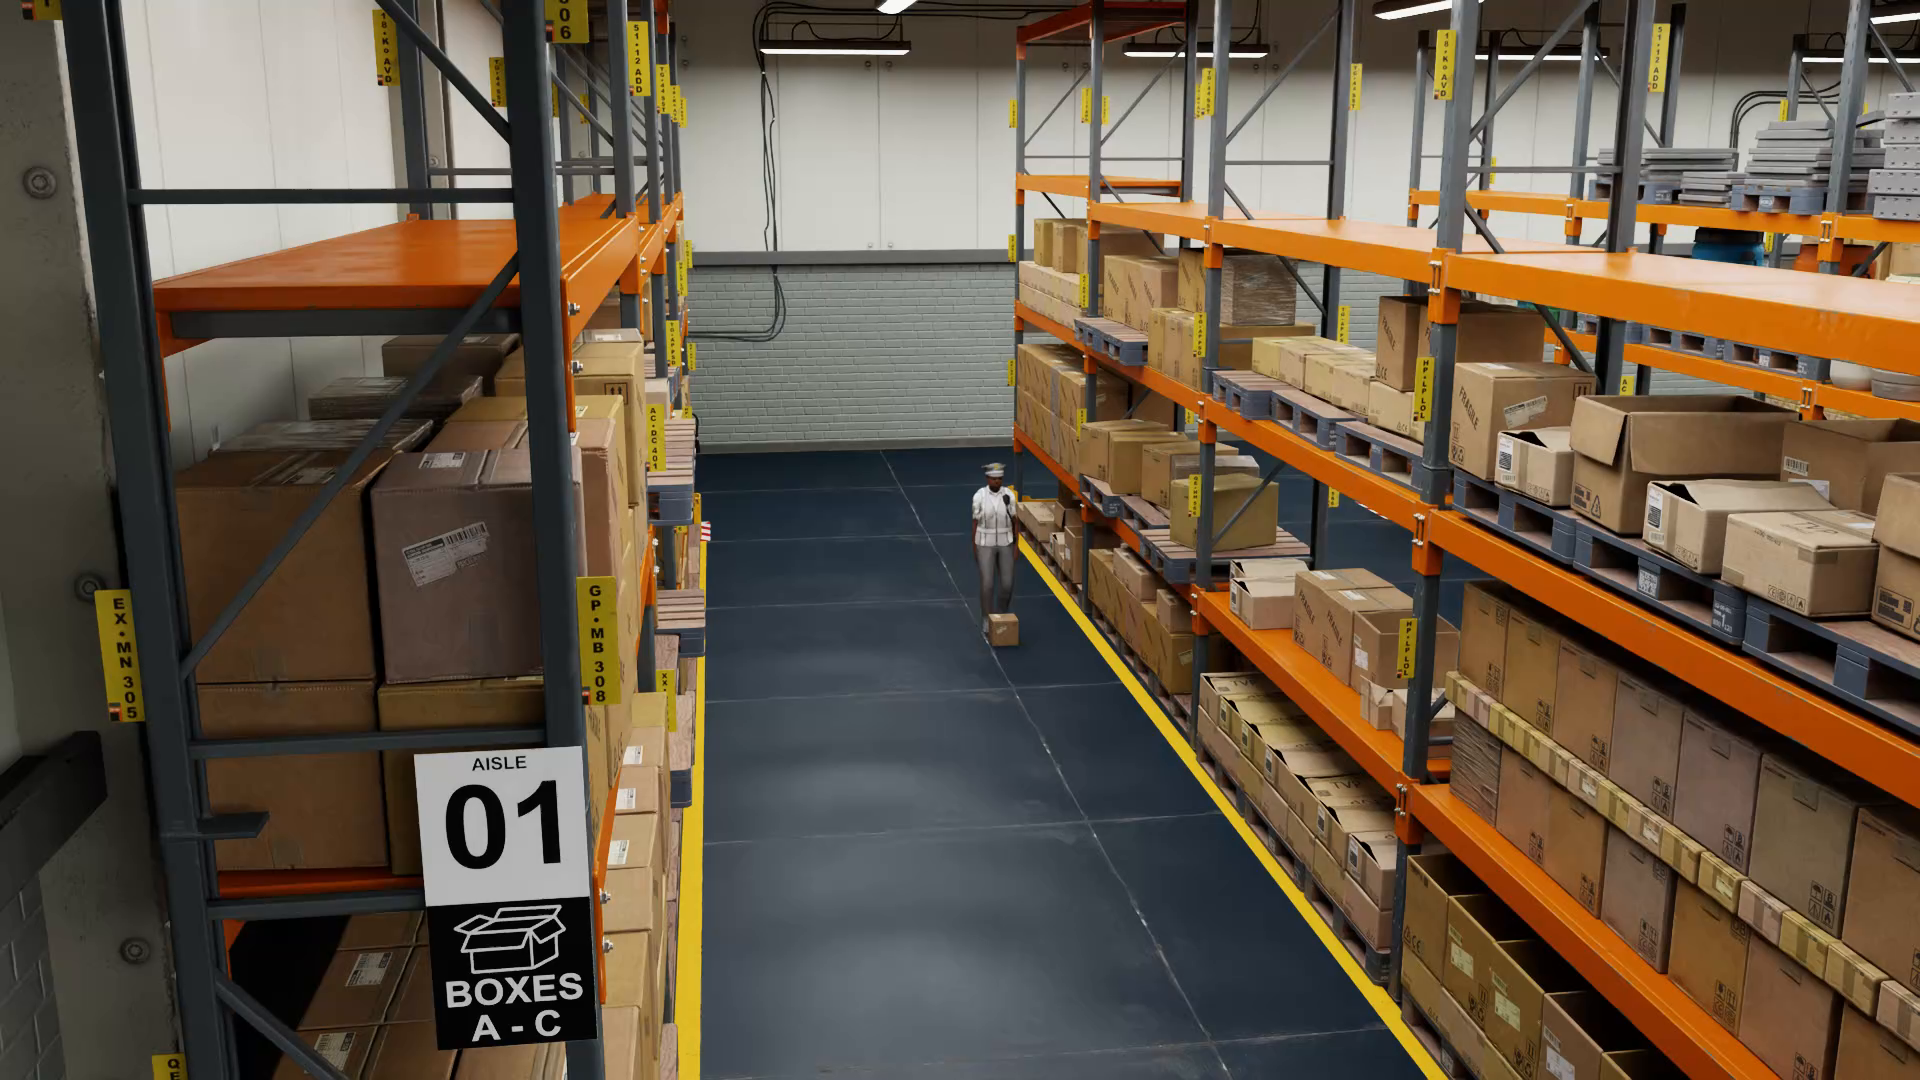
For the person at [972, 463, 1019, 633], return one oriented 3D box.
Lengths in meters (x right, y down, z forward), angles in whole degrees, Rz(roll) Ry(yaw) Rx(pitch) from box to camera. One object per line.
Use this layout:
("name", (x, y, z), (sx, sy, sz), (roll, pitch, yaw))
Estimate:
("person", (0.351, 0.093, 16.223), (0.456, 1.736, 0.406), (-2, 13, -8))
